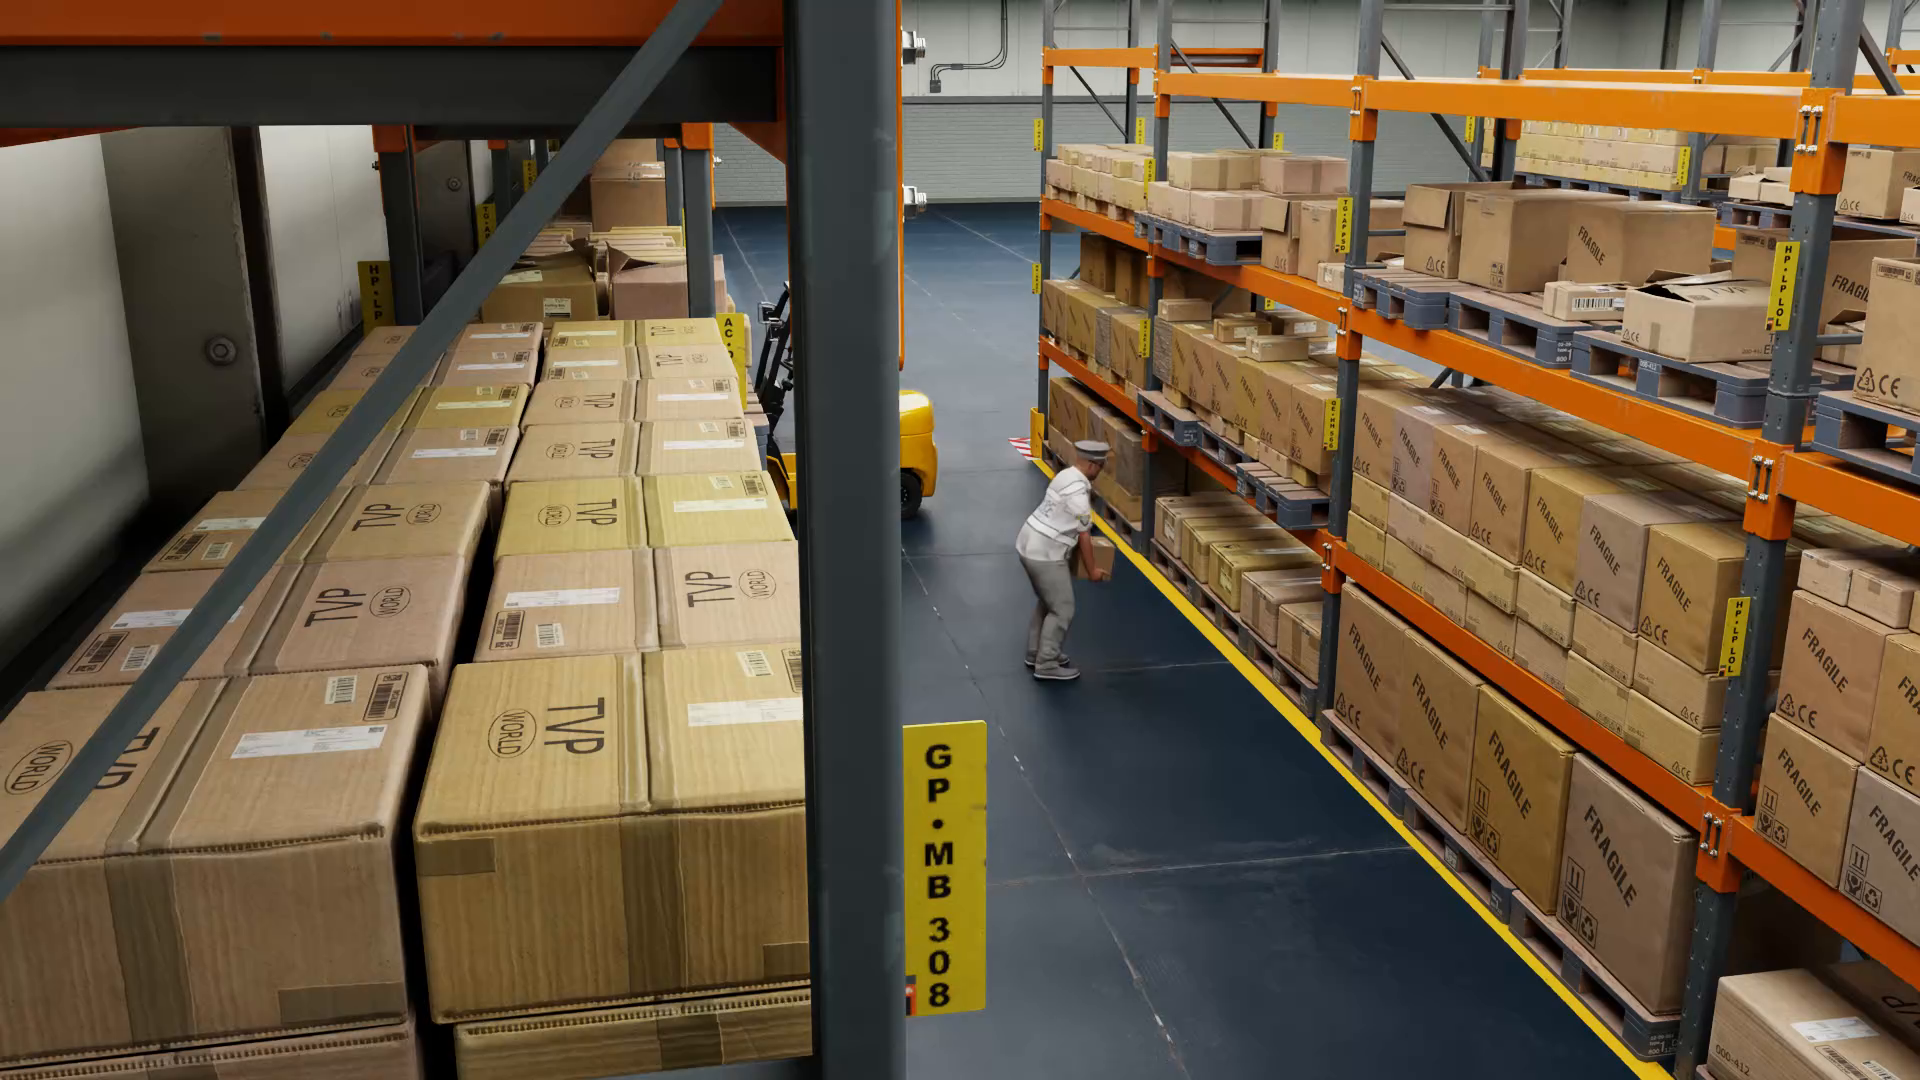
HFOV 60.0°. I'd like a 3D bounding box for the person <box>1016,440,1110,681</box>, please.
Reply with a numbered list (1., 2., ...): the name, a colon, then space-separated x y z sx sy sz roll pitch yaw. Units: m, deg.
1. person: 0.720 0.133 11.719 0.641 1.675 0.478 -3 17 -11
